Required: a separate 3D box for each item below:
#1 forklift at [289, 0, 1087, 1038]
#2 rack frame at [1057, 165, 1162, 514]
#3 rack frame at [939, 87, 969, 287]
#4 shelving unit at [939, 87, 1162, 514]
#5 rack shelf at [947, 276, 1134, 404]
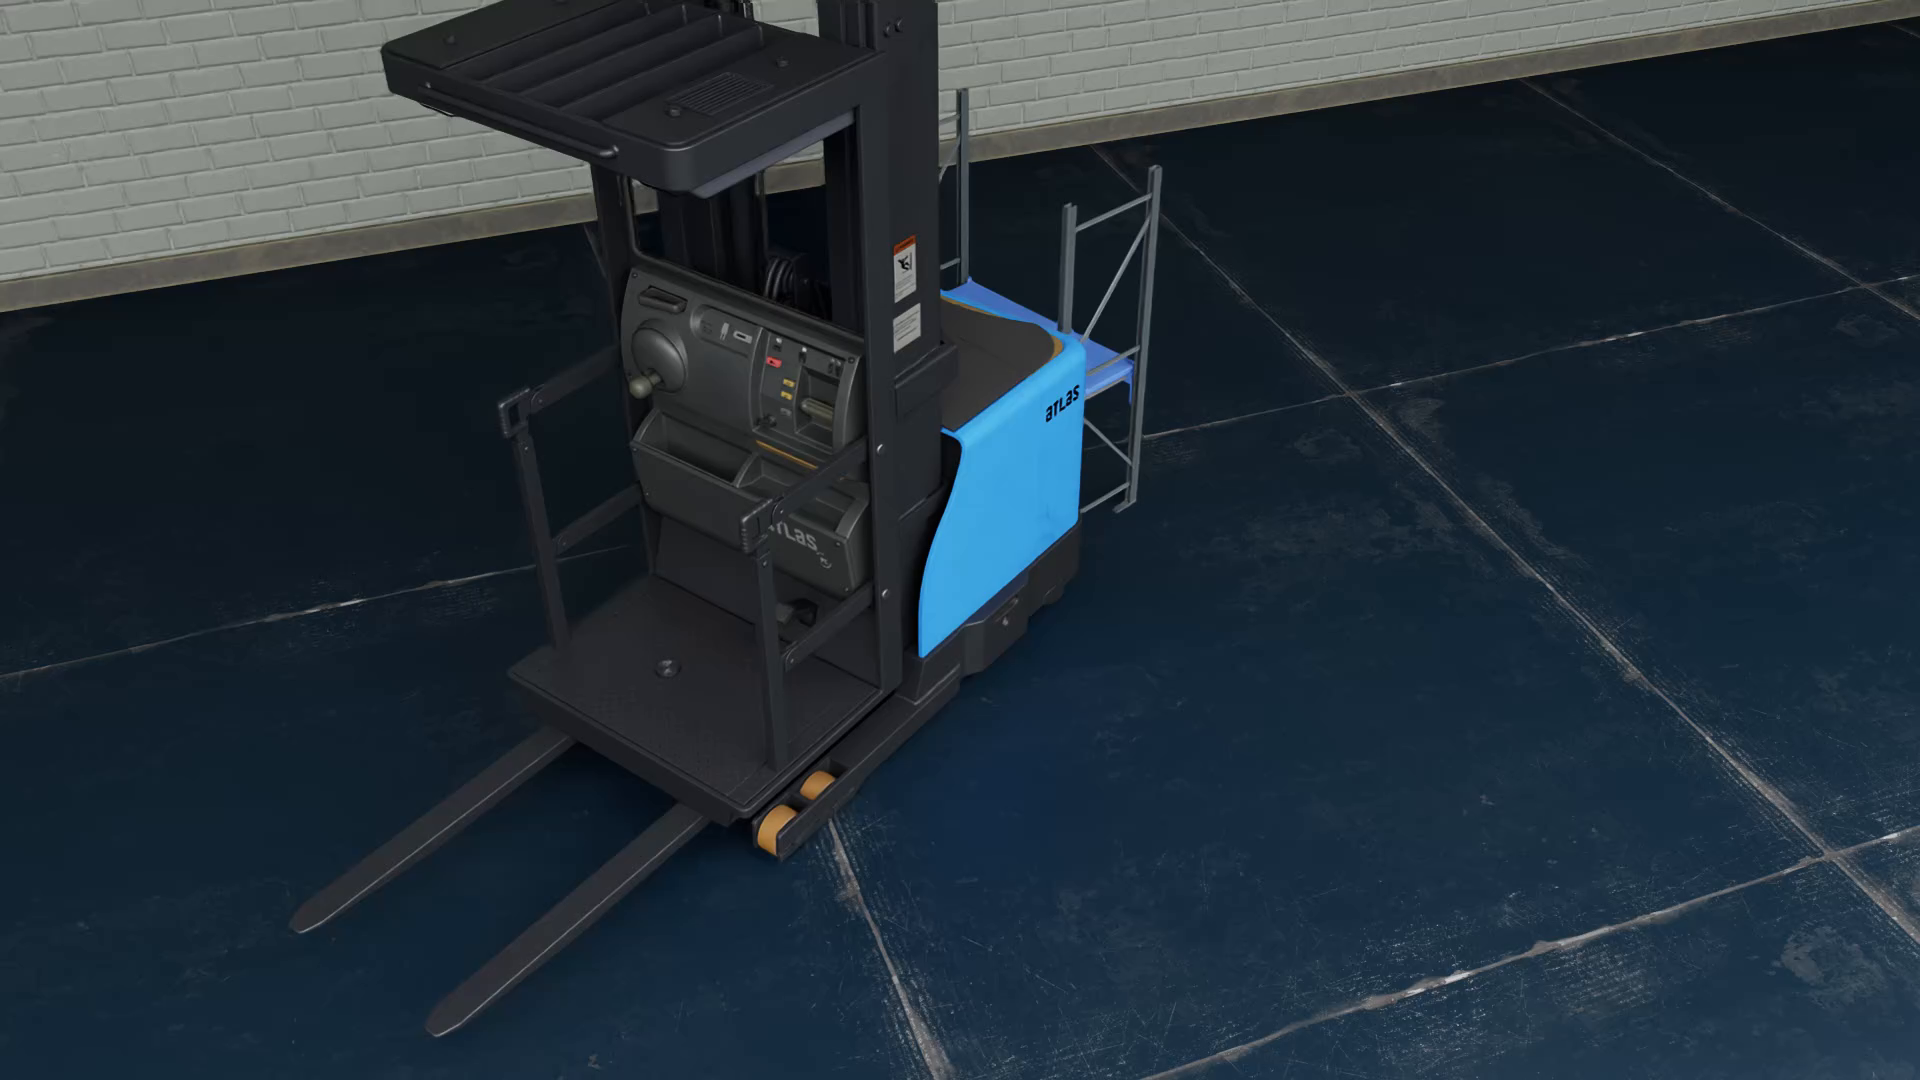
[{"bbox_3d":[-0.809,-0.479,4.950,1.130,2.935,3.031,24,43,28],"label":"forklift"},{"bbox_3d":[0.548,-0.664,6.384,0.500,1.500,0.032,-30,46,-34],"label":"rack frame"},{"bbox_3d":[-0.155,-1.106,6.971,0.500,1.500,0.032,-30,46,-34],"label":"rack frame"},{"bbox_3d":[0.197,-0.885,6.678,0.538,1.500,1.048,-30,46,-34],"label":"shelving unit"},{"bbox_3d":[0.197,-0.741,6.786,0.538,0.185,1.000,-30,46,-34],"label":"rack shelf"}]
